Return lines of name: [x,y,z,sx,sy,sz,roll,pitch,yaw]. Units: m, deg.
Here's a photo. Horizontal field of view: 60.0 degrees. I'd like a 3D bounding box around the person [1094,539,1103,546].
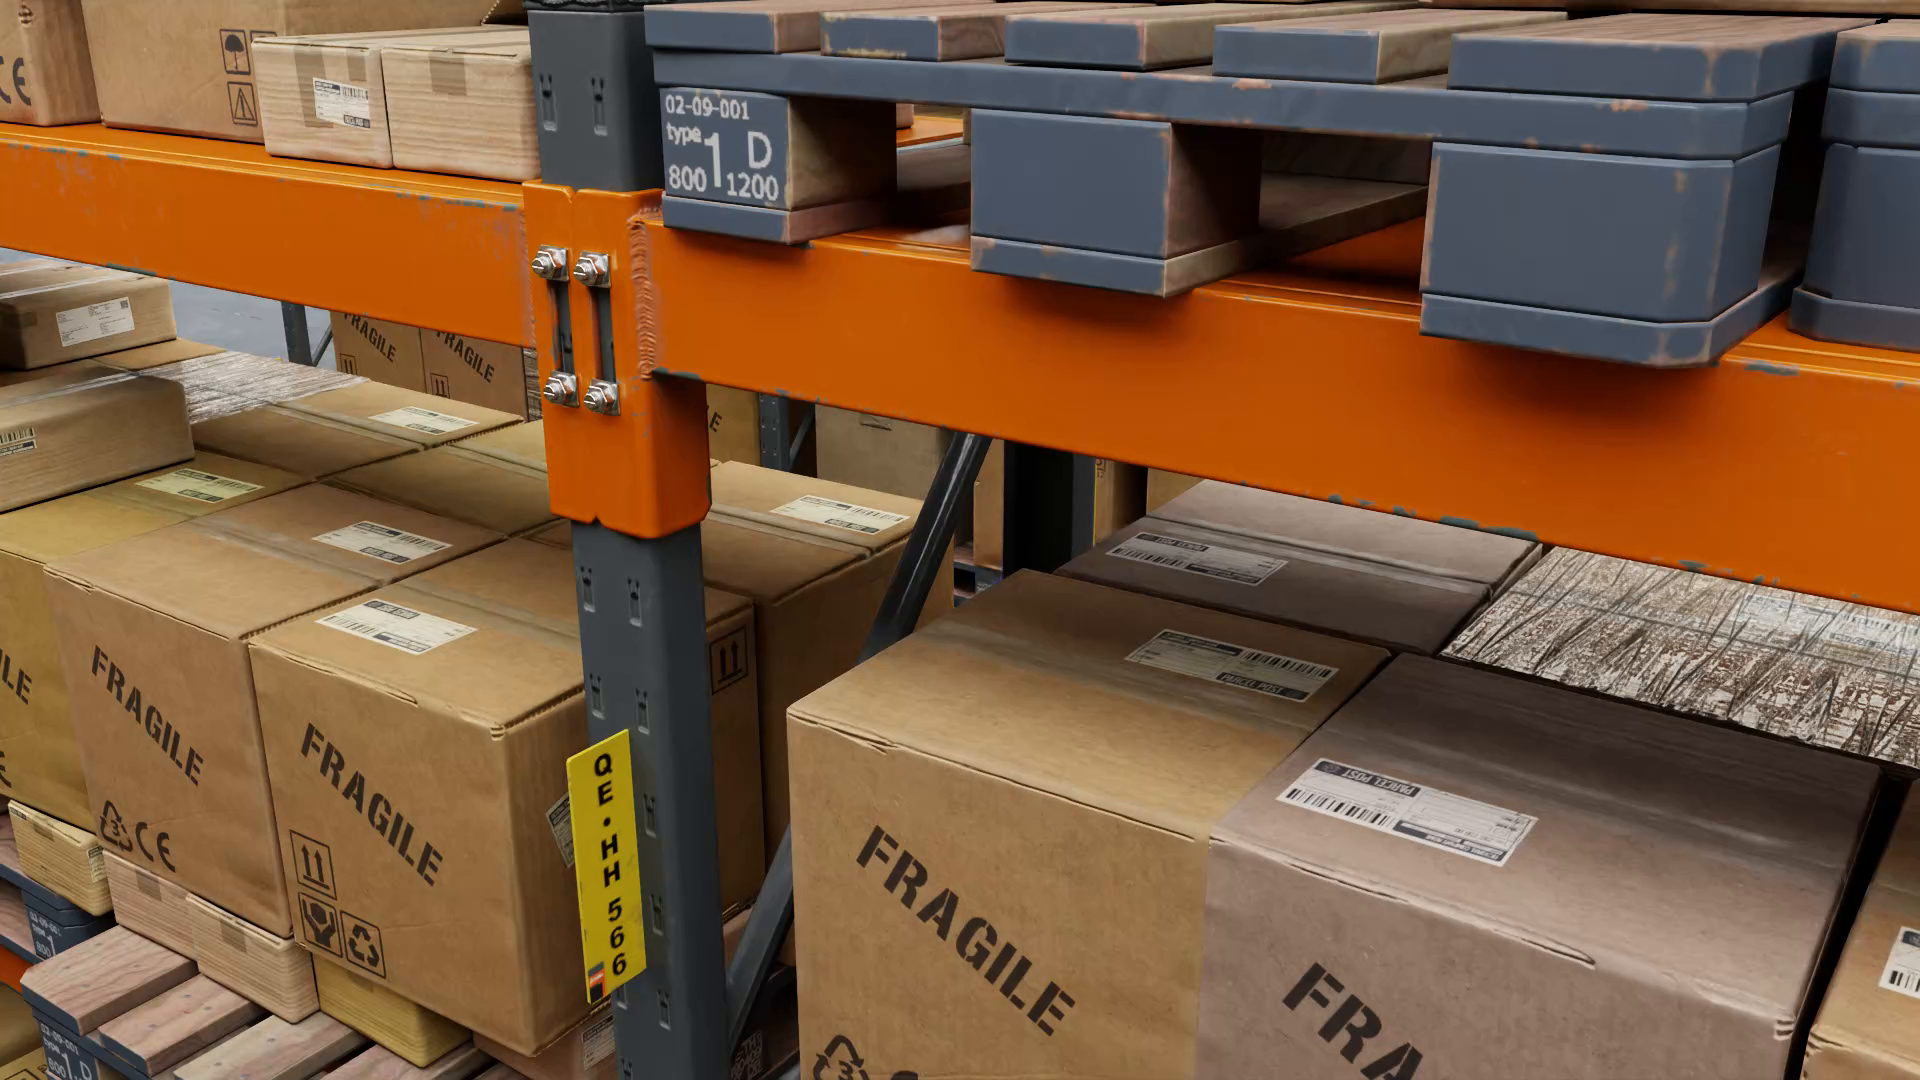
person: [0.429,0.399,6.585,0.828,0.919,0.503,13,24,32]
